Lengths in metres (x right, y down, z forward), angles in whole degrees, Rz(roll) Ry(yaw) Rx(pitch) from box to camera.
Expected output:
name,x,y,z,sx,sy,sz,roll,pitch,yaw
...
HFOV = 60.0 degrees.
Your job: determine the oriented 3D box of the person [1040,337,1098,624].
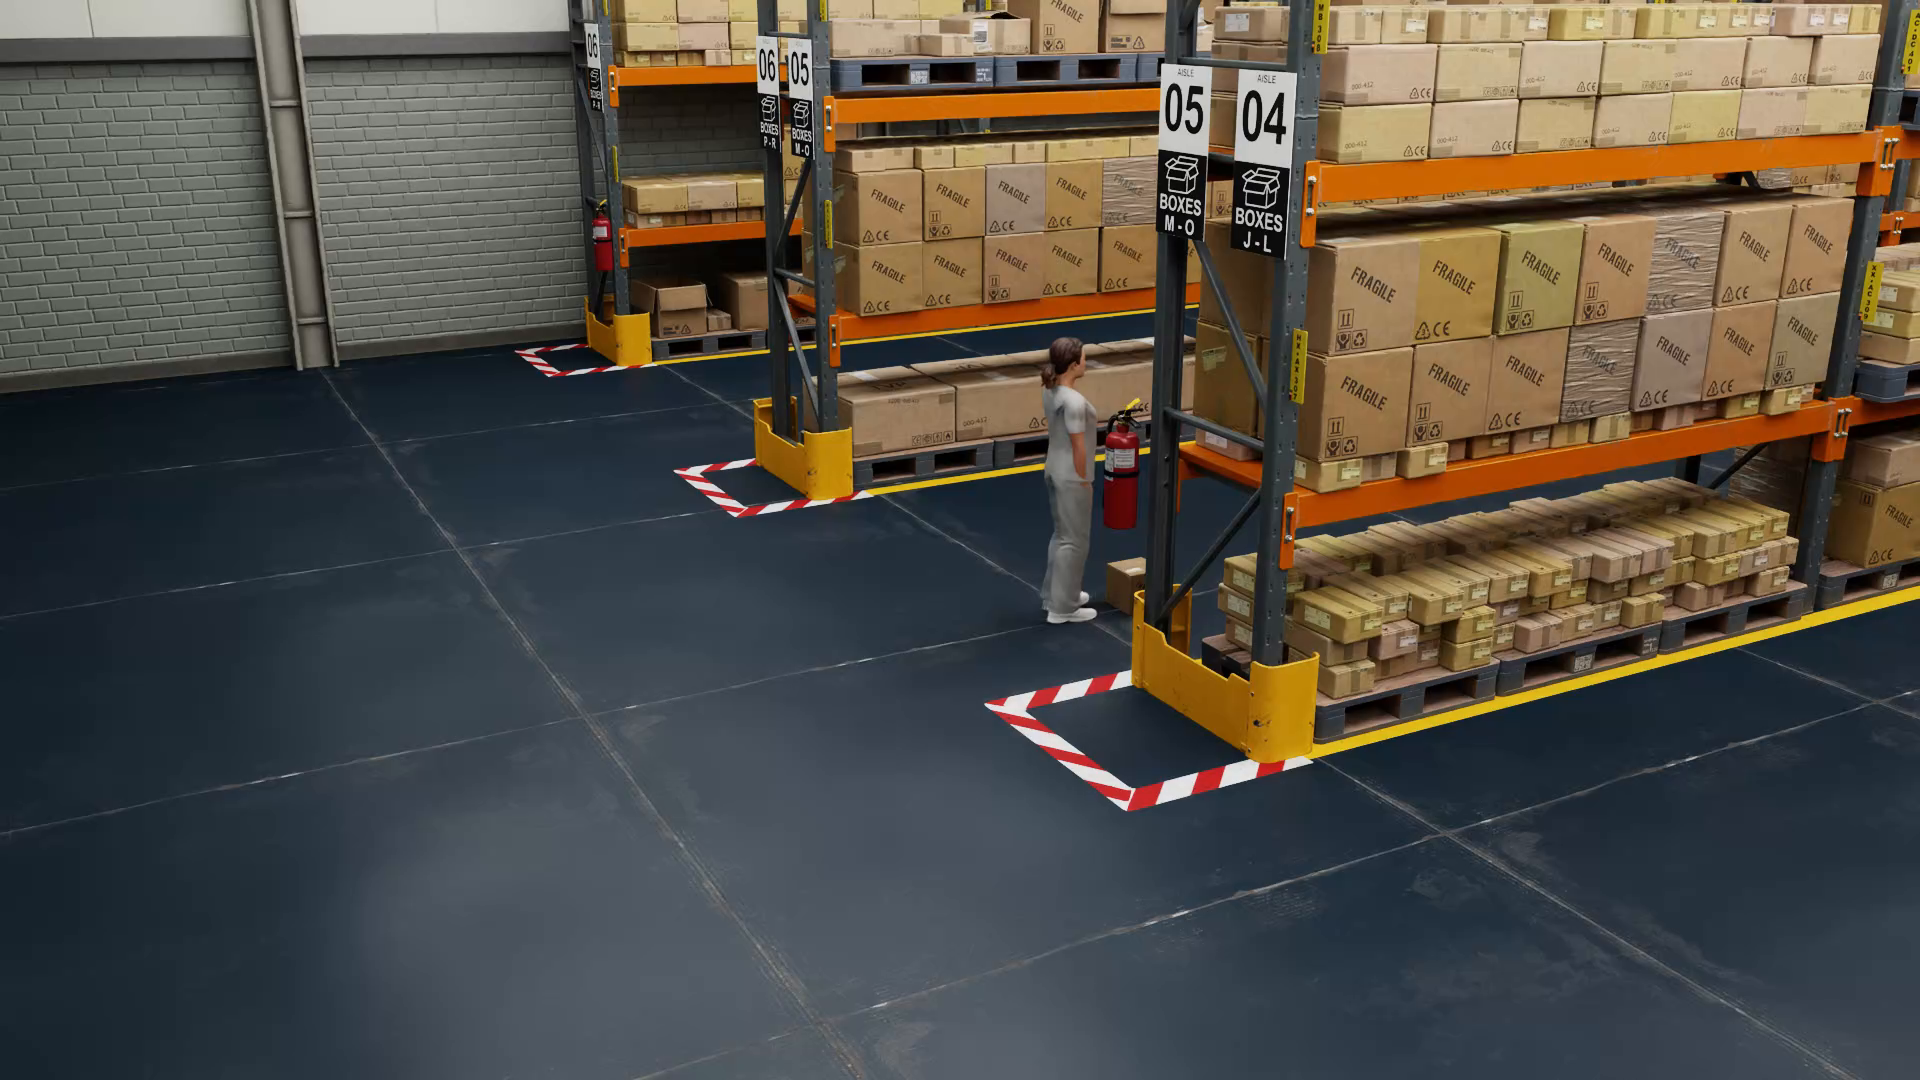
name,x,y,z,sx,sy,sz,roll,pitch,yaw
person,0.628,-0.352,9.627,0.383,1.668,0.437,-6,19,-17
